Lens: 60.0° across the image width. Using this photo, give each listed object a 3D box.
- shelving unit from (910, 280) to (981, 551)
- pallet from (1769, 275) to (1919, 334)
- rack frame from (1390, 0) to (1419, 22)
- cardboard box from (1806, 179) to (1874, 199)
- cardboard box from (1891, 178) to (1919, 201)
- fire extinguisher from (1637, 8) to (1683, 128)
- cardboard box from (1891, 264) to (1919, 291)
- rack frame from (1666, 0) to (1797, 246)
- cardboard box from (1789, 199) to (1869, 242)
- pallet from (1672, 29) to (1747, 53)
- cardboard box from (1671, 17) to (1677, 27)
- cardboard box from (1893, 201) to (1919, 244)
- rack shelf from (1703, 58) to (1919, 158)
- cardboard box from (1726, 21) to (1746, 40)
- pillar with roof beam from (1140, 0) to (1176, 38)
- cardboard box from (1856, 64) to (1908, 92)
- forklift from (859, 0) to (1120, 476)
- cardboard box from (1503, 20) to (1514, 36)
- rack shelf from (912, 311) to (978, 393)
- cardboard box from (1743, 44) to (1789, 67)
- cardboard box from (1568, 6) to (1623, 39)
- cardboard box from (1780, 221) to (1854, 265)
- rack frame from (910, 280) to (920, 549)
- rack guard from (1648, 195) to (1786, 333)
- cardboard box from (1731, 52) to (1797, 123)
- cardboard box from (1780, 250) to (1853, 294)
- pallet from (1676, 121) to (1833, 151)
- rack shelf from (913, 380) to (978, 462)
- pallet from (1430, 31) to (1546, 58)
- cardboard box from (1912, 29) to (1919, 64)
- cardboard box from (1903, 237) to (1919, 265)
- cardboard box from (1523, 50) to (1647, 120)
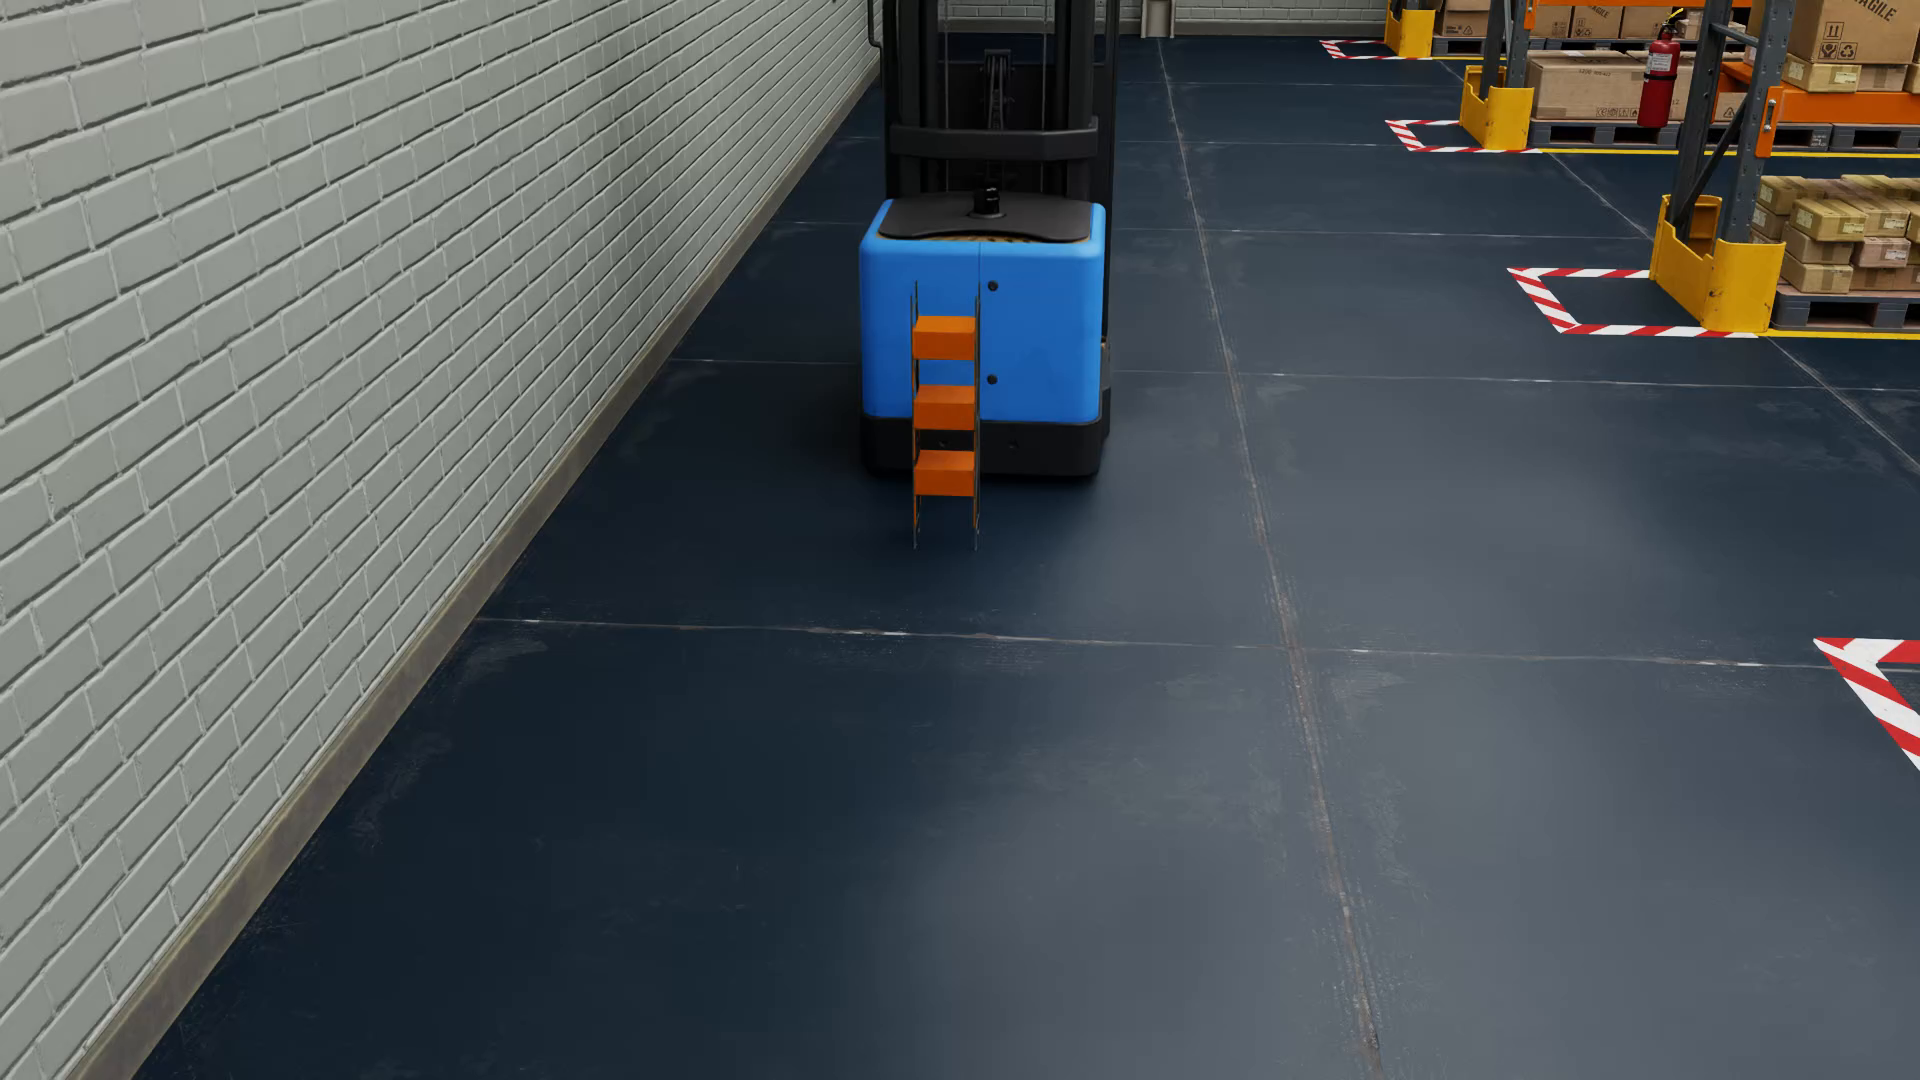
[{"bbox_3d":[-0.053,-0.479,6.534,0.252,1.050,0.215,2,25,4],"label":"shelving unit"},{"bbox_3d":[5.192,-1.454,9.657,1.213,0.211,1.003,2,25,4],"label":"pallet"},{"bbox_3d":[4.964,-6.899,18.154,0.127,3.000,1.000,2,25,4],"label":"rack frame"},{"bbox_3d":[5.102,-1.986,9.675,0.250,0.149,0.380,2,25,5],"label":"cardboard box"},{"bbox_3d":[5.624,-1.996,9.696,0.250,0.149,0.380,1,25,2],"label":"cardboard box"},{"bbox_3d":[4.093,-2.759,9.697,0.183,0.674,0.296,2,25,4],"label":"fire extinguisher"},{"bbox_3d":[5.322,-1.530,9.394,0.250,0.149,0.380,2,25,5],"label":"cardboard box"},{"bbox_3d":[4.309,-2.764,9.167,0.127,3.000,1.000,2,25,4],"label":"rack frame"},{"bbox_3d":[4.805,-1.771,9.207,0.250,0.149,0.380,1,25,2],"label":"cardboard box"},{"bbox_3d":[8.267,-5.526,18.508,1.213,0.211,1.003,2,25,4],"label":"pallet"},{"bbox_3d":[7.879,-5.800,18.675,0.250,0.149,0.380,2,25,3],"label":"cardboard box"},{"bbox_3d":[5.331,-1.751,9.163,0.250,0.149,0.380,2,25,4],"label":"cardboard box"},{"bbox_3d":[6.303,-2.373,9.179,4.000,0.370,1.077,2,25,4],"label":"rack shelf"},{"bbox_3d":[8.374,-5.562,18.157,0.250,0.149,0.380,1,25,2],"label":"cardboard box"},{"bbox_3d":[2.015,-8.292,14.005,0.400,9.000,9.100,2,25,4],"label":"pillar with roof beam"},{"bbox_3d":[4.864,-2.512,8.920,0.250,0.149,0.380,3,25,6],"label":"cardboard box"},{"bbox_3d":[0.210,-2.187,7.996,1.130,2.935,3.031,2,25,5],"label":"forklift"},{"bbox_3d":[5.987,-5.706,18.469,0.250,0.149,0.380,1,25,2],"label":"cardboard box"},{"bbox_3d":[-0.053,-0.727,6.420,0.240,0.259,0.215,2,25,4],"label":"rack shelf"},{"bbox_3d":[4.656,-2.757,9.453,0.250,0.149,0.380,2,25,4],"label":"cardboard box"},{"bbox_3d":[6.935,-5.793,18.239,0.500,0.500,0.500,2,25,5],"label":"cardboard box"},{"bbox_3d":[4.812,-1.671,9.345,0.250,0.149,0.380,3,25,6],"label":"cardboard box"},{"bbox_3d":[-0.175,-0.483,6.543,0.008,1.050,0.200,2,25,4],"label":"rack frame"},{"bbox_3d":[4.385,-1.626,9.685,0.348,0.500,1.175,2,25,4],"label":"rack guard"},{"bbox_3d":[7.065,-3.822,14.030,0.875,0.438,0.875,1,25,2],"label":"cardboard box"},{"bbox_3d":[4.807,-1.509,9.349,0.250,0.149,0.380,2,25,5],"label":"cardboard box"},{"bbox_3d":[6.604,-3.530,14.169,1.213,0.211,1.003,2,25,4],"label":"pallet"},{"bbox_3d":[-0.053,-0.469,6.539,0.240,0.259,0.215,2,25,4],"label":"rack shelf"},{"bbox_3d":[5.834,-5.604,18.677,1.213,0.211,1.003,2,25,4],"label":"pallet"},{"bbox_3d":[5.271,-2.808,8.789,0.500,0.500,0.500,2,25,4],"label":"cardboard box"},{"bbox_3d":[5.331,-1.667,9.337,0.250,0.149,0.380,2,25,5],"label":"cardboard box"},{"bbox_3d":[5.253,-3.877,14.151,0.875,0.438,0.875,1,25,2],"label":"cardboard box"}]
